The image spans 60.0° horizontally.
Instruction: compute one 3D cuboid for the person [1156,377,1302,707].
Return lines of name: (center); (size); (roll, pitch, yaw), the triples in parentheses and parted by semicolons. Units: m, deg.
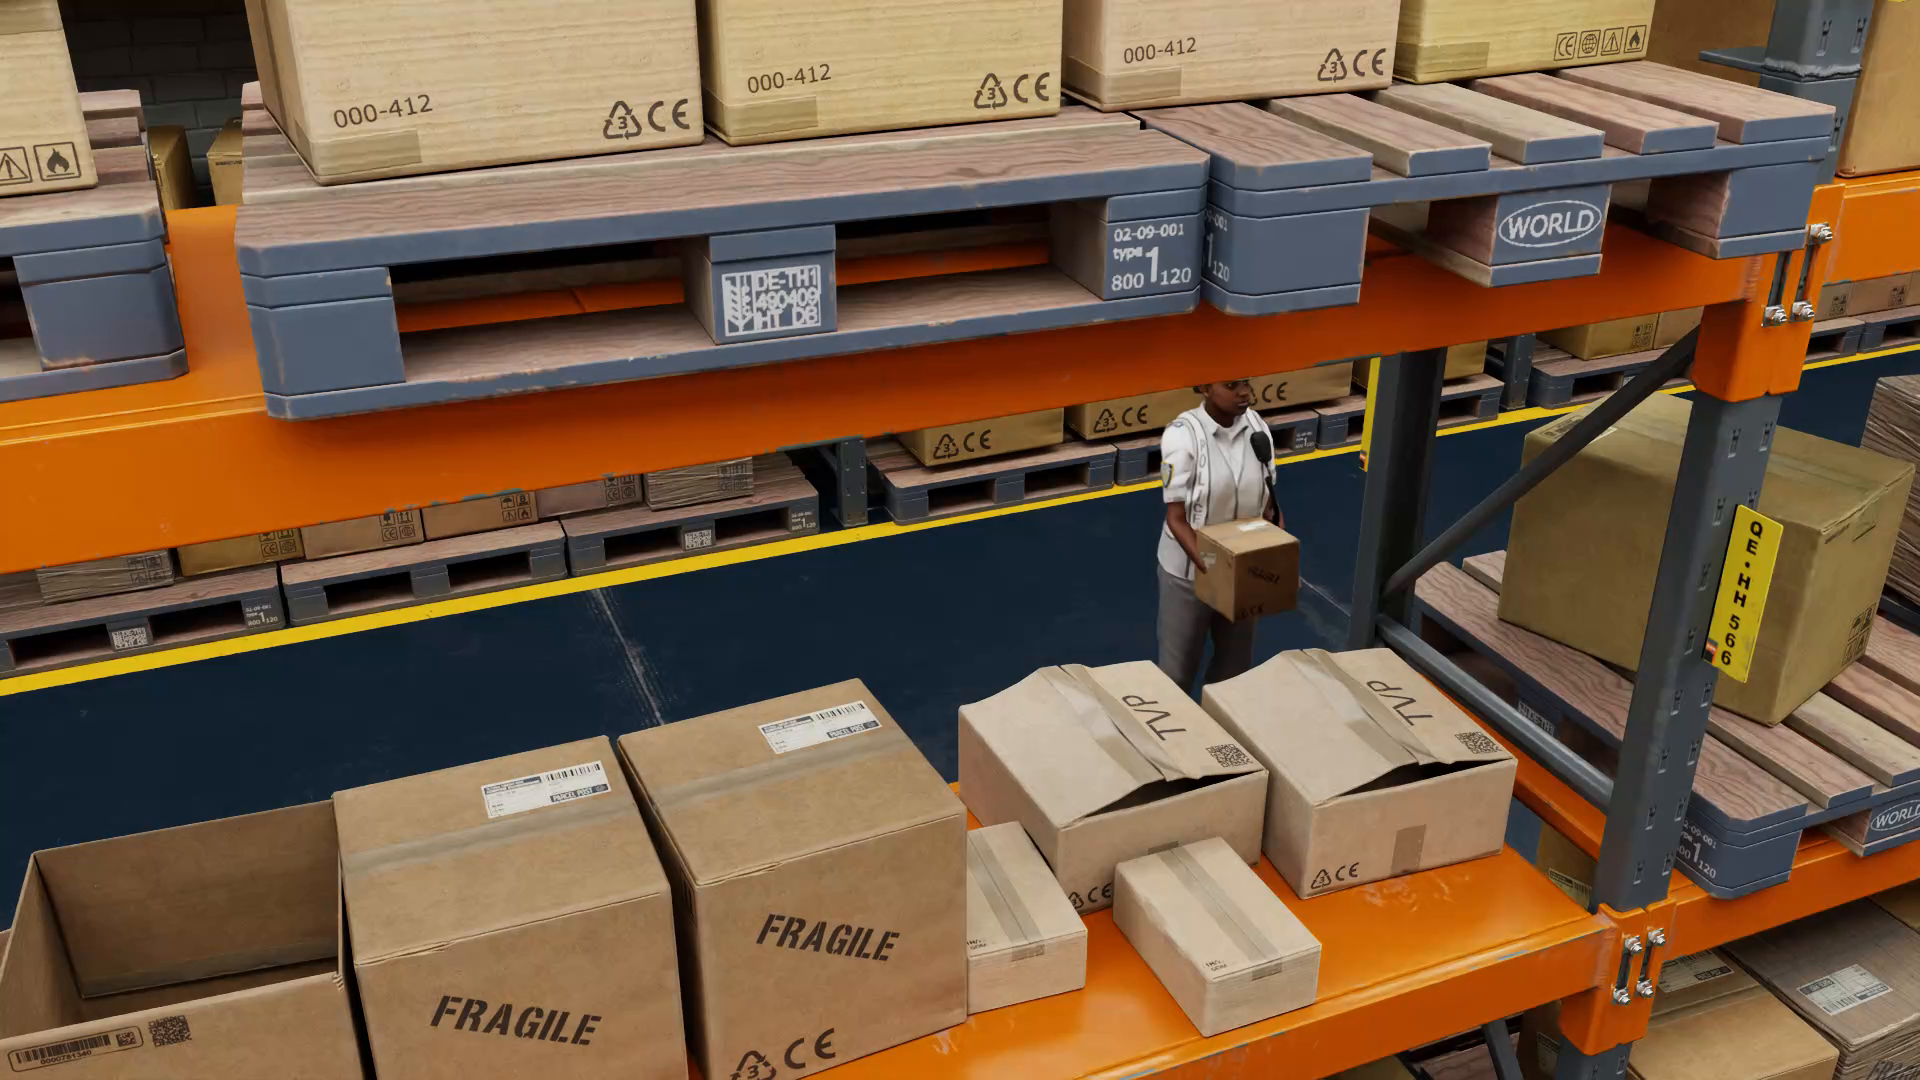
person: (0.924, 0.127, 5.811); (0.462, 1.697, 0.530); (-12, 29, -23)
